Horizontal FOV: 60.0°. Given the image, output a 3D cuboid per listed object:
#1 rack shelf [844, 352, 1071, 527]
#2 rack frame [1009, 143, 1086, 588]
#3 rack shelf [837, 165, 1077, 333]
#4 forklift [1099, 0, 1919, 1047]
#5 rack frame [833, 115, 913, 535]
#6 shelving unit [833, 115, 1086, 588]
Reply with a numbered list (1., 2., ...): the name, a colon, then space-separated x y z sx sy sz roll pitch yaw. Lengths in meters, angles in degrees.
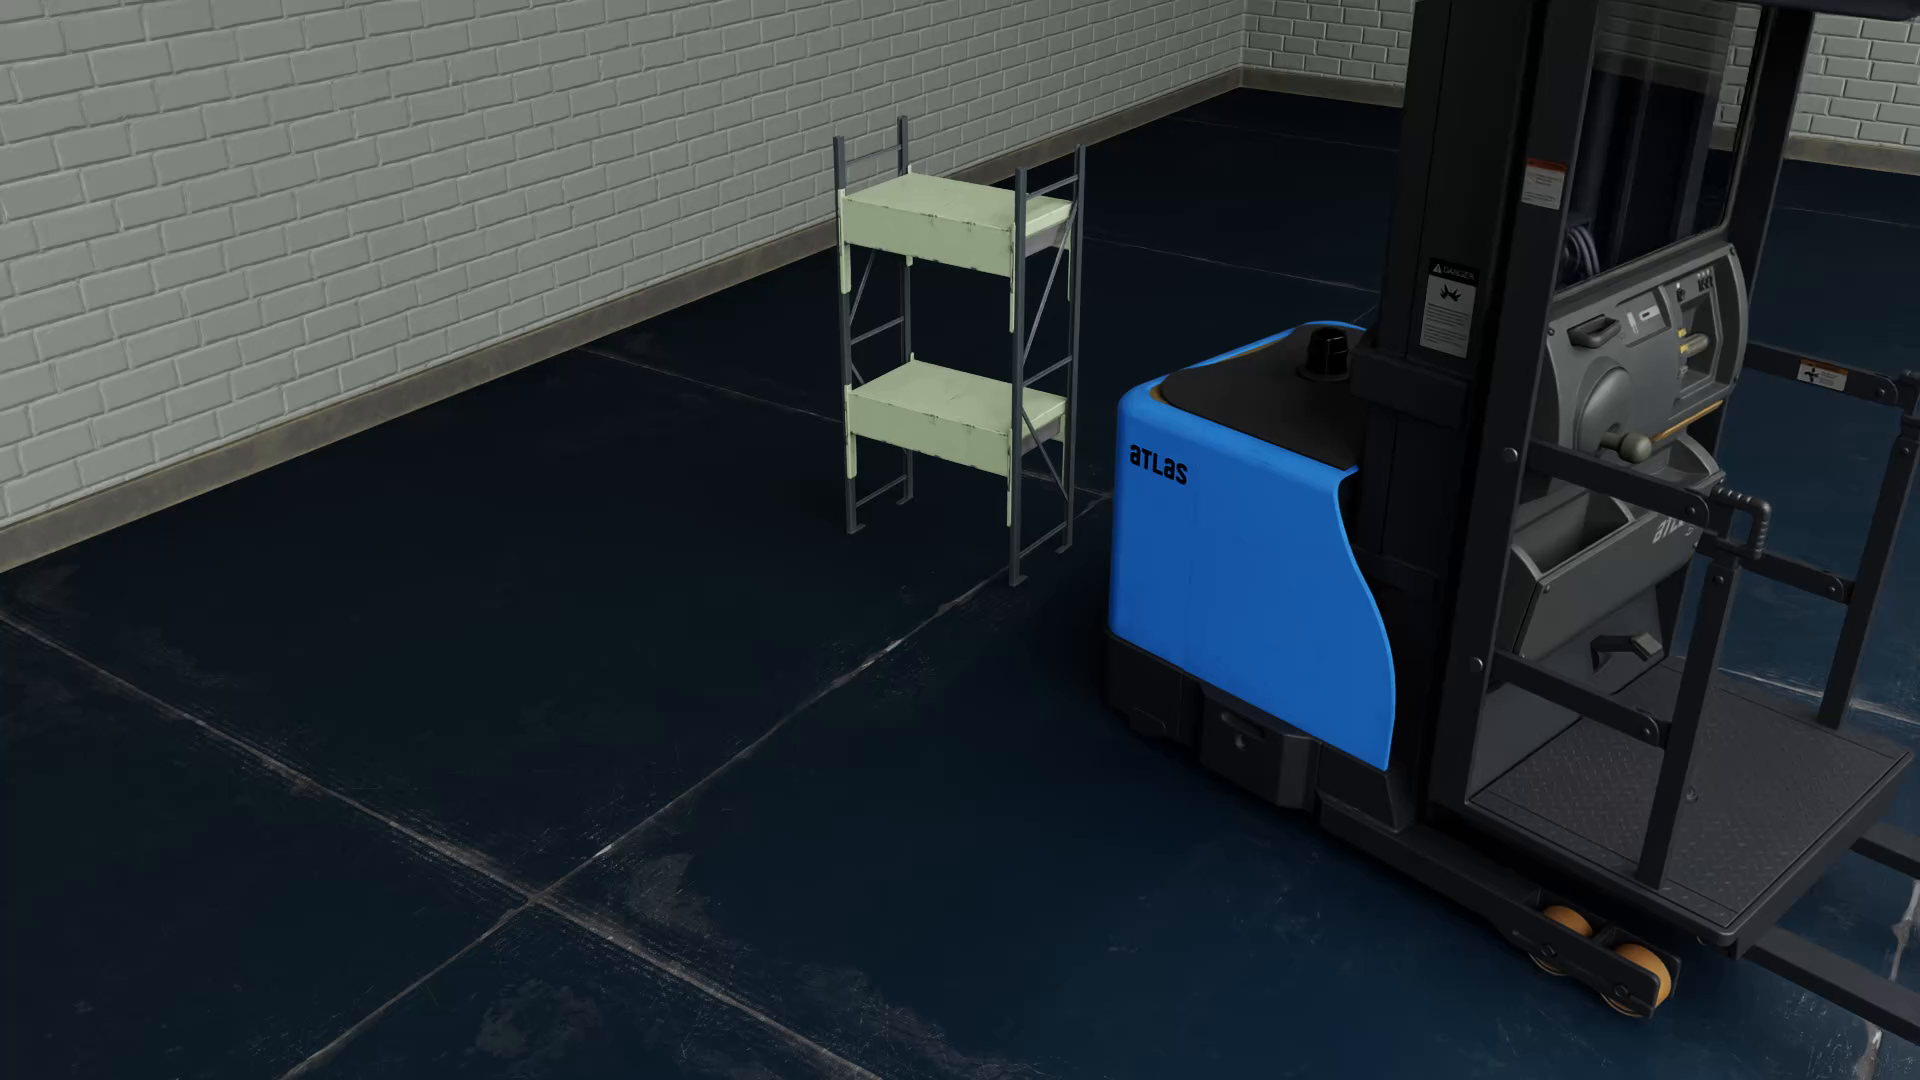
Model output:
1. rack shelf: -0.006 -0.380 6.061 0.720 0.370 0.431 17 32 30
2. rack frame: 0.296 -0.576 5.729 0.023 1.500 0.400 17 32 30
3. rack shelf: -0.006 -1.018 5.736 0.720 0.370 0.431 17 32 30
4. forklift: 1.797 -0.425 3.853 1.130 2.935 3.031 -23 35 -37
5. rack frame: -0.307 -0.764 6.098 0.023 1.500 0.400 17 32 30
6. shelving unit: -0.006 -0.670 5.913 0.755 1.500 0.431 17 32 30
